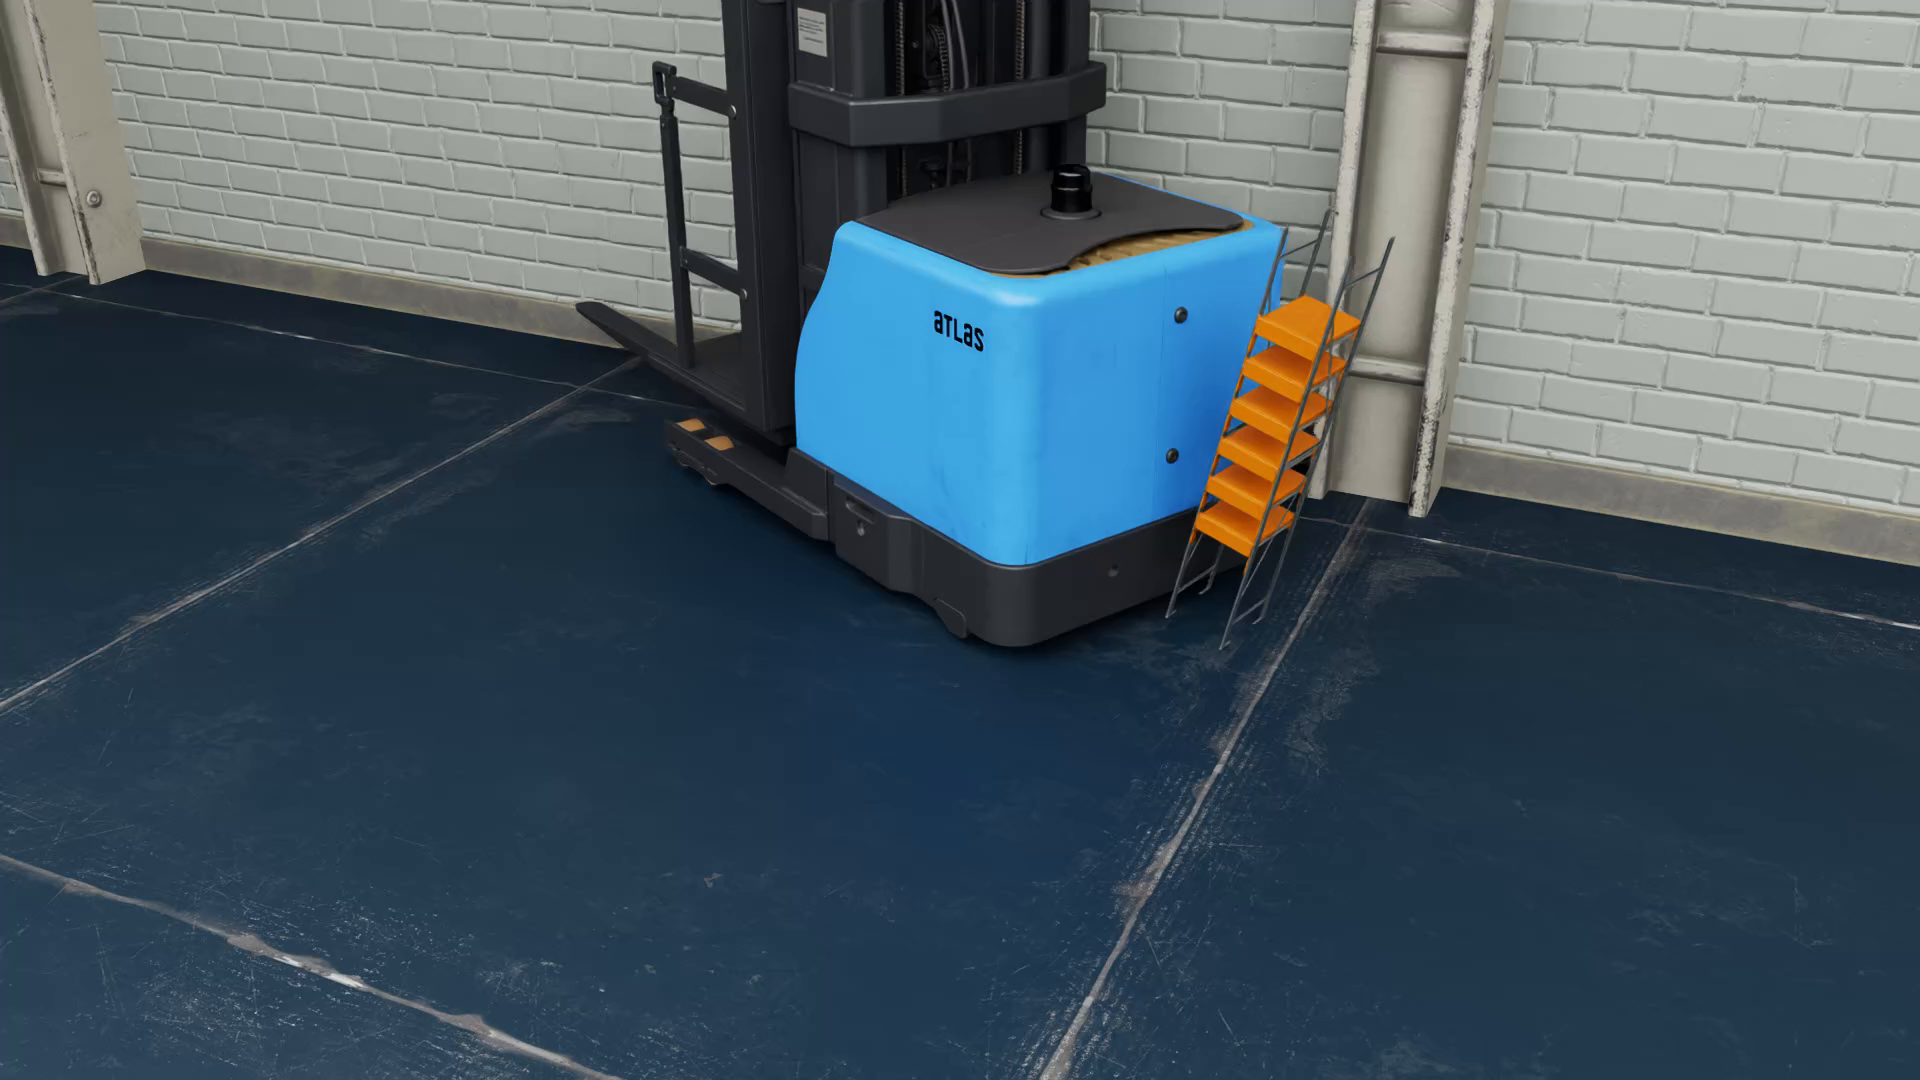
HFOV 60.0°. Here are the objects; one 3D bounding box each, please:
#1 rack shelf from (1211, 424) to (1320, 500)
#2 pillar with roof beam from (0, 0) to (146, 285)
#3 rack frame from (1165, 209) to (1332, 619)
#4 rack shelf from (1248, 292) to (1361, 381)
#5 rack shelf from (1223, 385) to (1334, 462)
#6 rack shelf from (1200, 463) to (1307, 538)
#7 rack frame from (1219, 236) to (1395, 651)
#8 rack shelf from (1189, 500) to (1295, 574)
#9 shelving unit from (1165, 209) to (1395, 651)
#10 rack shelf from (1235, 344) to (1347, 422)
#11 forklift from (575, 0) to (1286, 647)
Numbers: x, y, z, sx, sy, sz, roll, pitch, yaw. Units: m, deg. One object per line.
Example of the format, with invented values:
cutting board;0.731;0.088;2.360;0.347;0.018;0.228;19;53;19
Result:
rack shelf;0.823;-0.229;4.440;0.180;0.103;0.258;32;38;27
pillar with roof beam;-5.851;-3.573;2.320;0.400;9.000;9.100;11;28;22
rack frame;0.761;-0.308;4.457;0.006;1.200;0.240;32;38;27
rack shelf;0.885;-0.522;4.241;0.180;0.103;0.258;32;38;27
rack shelf;0.843;-0.327;4.374;0.180;0.103;0.258;32;38;27
rack shelf;0.802;-0.131;4.507;0.180;0.103;0.258;32;38;27
rack frame;0.900;-0.223;4.374;0.006;1.200;0.240;32;38;27
rack shelf;0.782;-0.034;4.573;0.180;0.103;0.258;32;38;27
shelving unit;0.830;-0.265;4.416;0.189;1.200;0.258;32;38;27
rack shelf;0.864;-0.425;4.307;0.180;0.103;0.258;32;38;27
forklift;-0.367;-1.615;5.211;1.130;2.935;3.031;-18;32;-33
